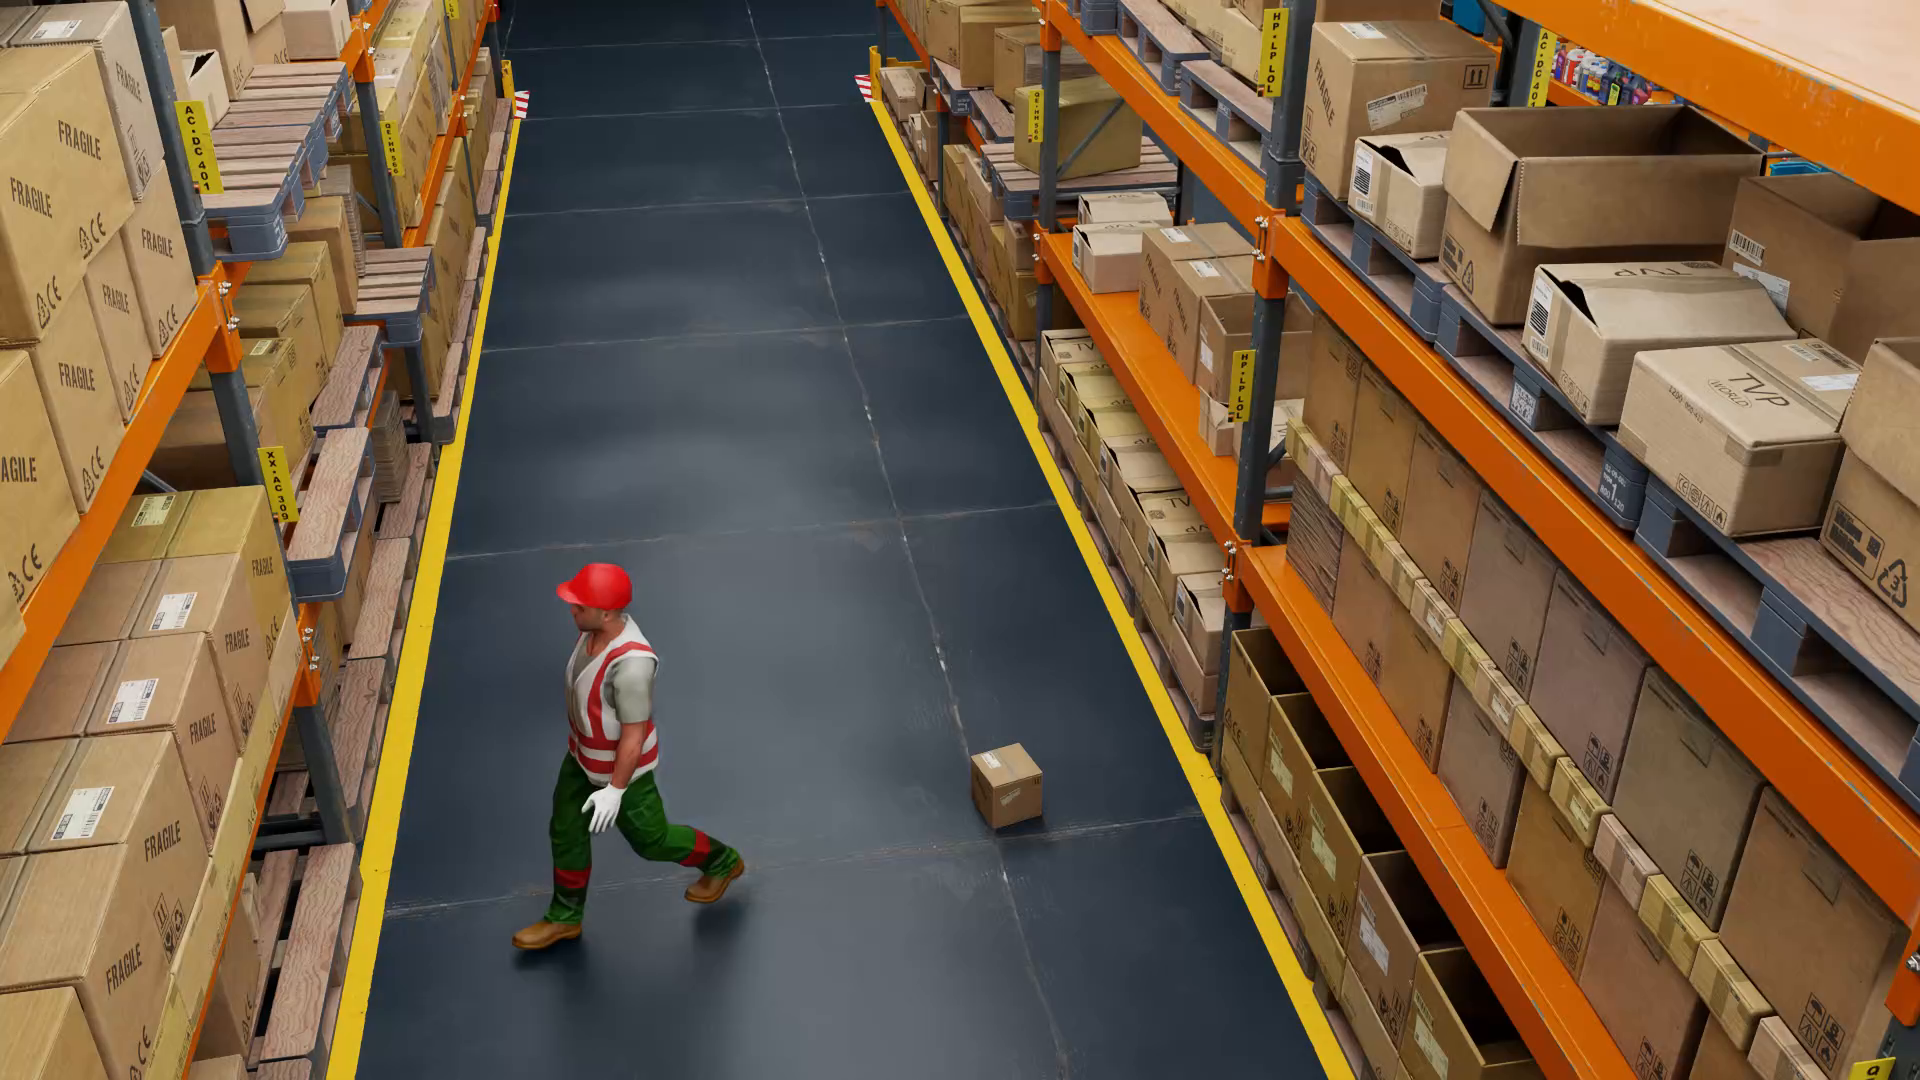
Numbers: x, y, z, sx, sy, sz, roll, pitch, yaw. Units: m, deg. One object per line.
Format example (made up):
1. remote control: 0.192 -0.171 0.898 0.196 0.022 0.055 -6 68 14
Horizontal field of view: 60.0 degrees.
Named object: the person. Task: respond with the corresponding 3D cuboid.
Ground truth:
1. person: -1.380 0.876 6.626 0.990 1.756 0.553 -19 36 -30
